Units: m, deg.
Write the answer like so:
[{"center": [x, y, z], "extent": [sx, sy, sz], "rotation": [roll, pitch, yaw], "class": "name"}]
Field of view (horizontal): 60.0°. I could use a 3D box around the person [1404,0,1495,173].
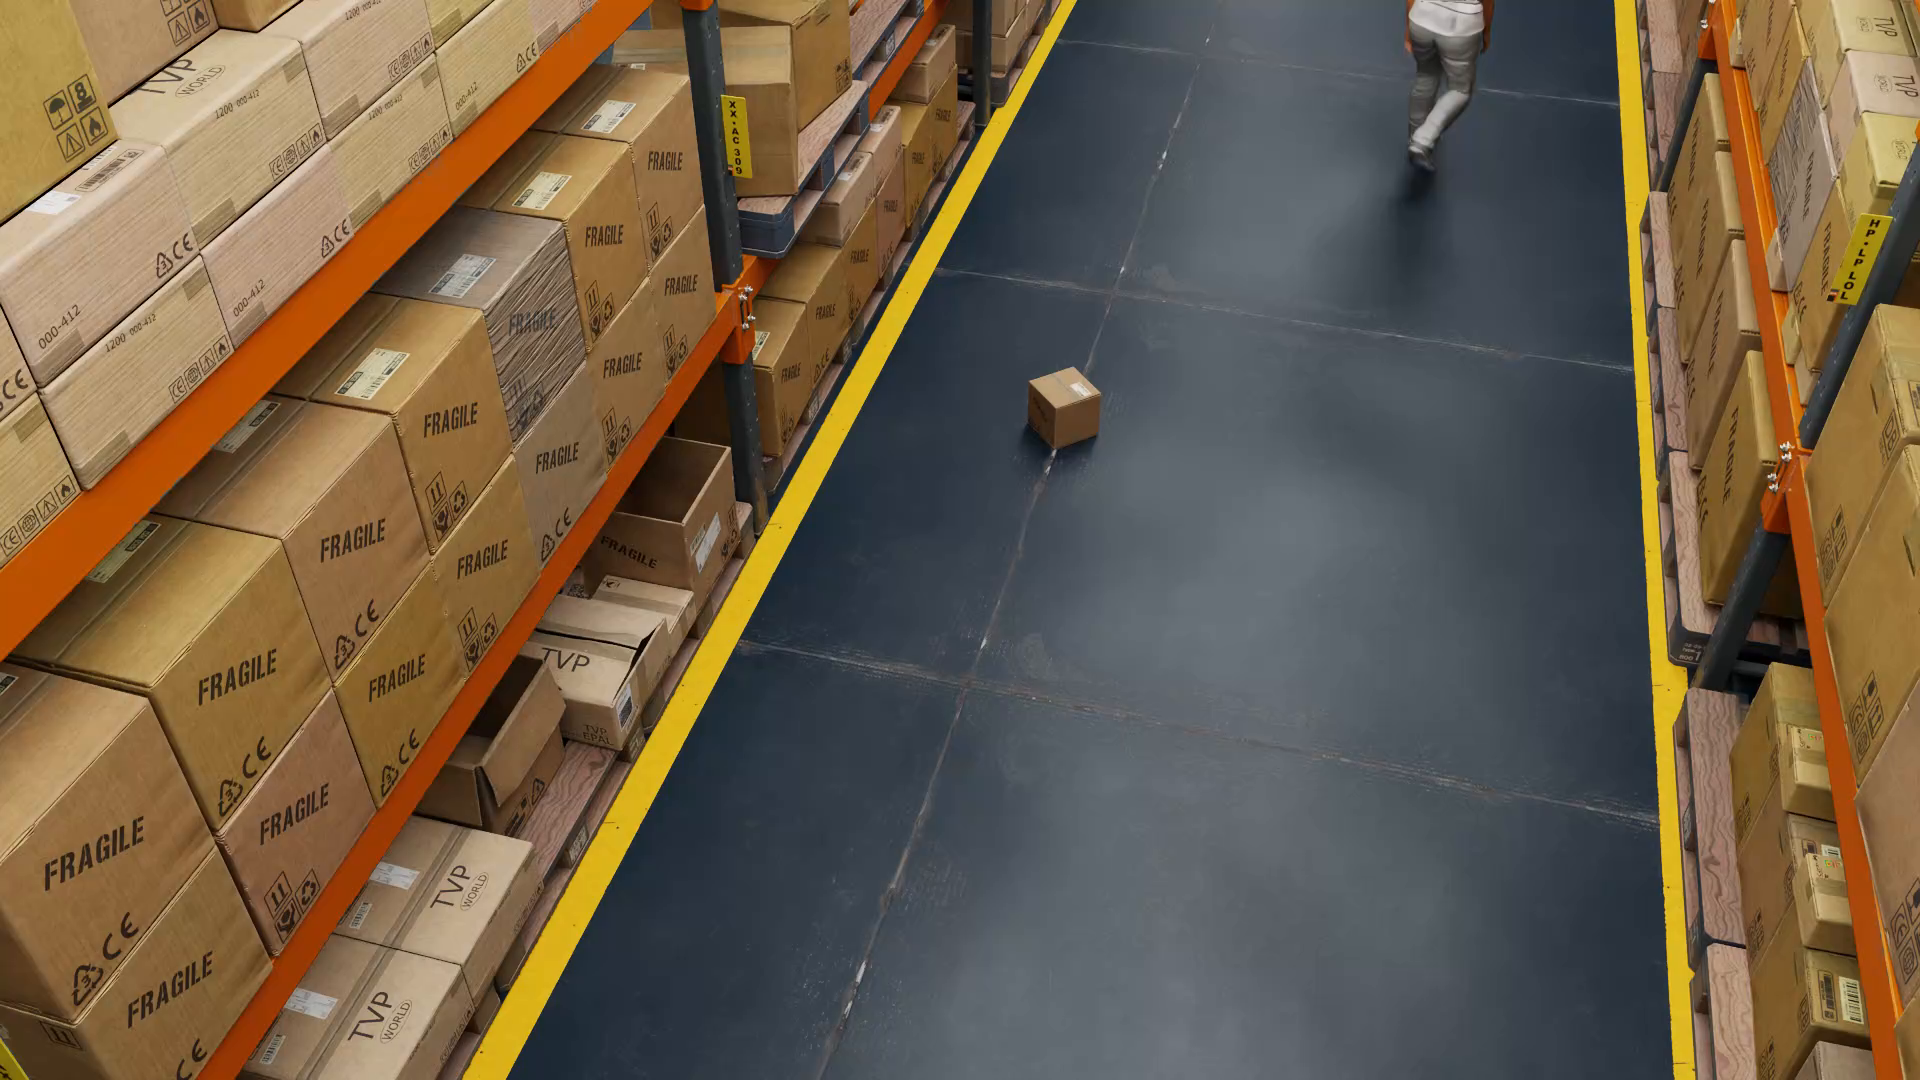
[{"center": [2.754, -2.908, 9.452], "extent": [0.483, 1.634, 0.788], "rotation": [28, 49, 28], "class": "person"}]
